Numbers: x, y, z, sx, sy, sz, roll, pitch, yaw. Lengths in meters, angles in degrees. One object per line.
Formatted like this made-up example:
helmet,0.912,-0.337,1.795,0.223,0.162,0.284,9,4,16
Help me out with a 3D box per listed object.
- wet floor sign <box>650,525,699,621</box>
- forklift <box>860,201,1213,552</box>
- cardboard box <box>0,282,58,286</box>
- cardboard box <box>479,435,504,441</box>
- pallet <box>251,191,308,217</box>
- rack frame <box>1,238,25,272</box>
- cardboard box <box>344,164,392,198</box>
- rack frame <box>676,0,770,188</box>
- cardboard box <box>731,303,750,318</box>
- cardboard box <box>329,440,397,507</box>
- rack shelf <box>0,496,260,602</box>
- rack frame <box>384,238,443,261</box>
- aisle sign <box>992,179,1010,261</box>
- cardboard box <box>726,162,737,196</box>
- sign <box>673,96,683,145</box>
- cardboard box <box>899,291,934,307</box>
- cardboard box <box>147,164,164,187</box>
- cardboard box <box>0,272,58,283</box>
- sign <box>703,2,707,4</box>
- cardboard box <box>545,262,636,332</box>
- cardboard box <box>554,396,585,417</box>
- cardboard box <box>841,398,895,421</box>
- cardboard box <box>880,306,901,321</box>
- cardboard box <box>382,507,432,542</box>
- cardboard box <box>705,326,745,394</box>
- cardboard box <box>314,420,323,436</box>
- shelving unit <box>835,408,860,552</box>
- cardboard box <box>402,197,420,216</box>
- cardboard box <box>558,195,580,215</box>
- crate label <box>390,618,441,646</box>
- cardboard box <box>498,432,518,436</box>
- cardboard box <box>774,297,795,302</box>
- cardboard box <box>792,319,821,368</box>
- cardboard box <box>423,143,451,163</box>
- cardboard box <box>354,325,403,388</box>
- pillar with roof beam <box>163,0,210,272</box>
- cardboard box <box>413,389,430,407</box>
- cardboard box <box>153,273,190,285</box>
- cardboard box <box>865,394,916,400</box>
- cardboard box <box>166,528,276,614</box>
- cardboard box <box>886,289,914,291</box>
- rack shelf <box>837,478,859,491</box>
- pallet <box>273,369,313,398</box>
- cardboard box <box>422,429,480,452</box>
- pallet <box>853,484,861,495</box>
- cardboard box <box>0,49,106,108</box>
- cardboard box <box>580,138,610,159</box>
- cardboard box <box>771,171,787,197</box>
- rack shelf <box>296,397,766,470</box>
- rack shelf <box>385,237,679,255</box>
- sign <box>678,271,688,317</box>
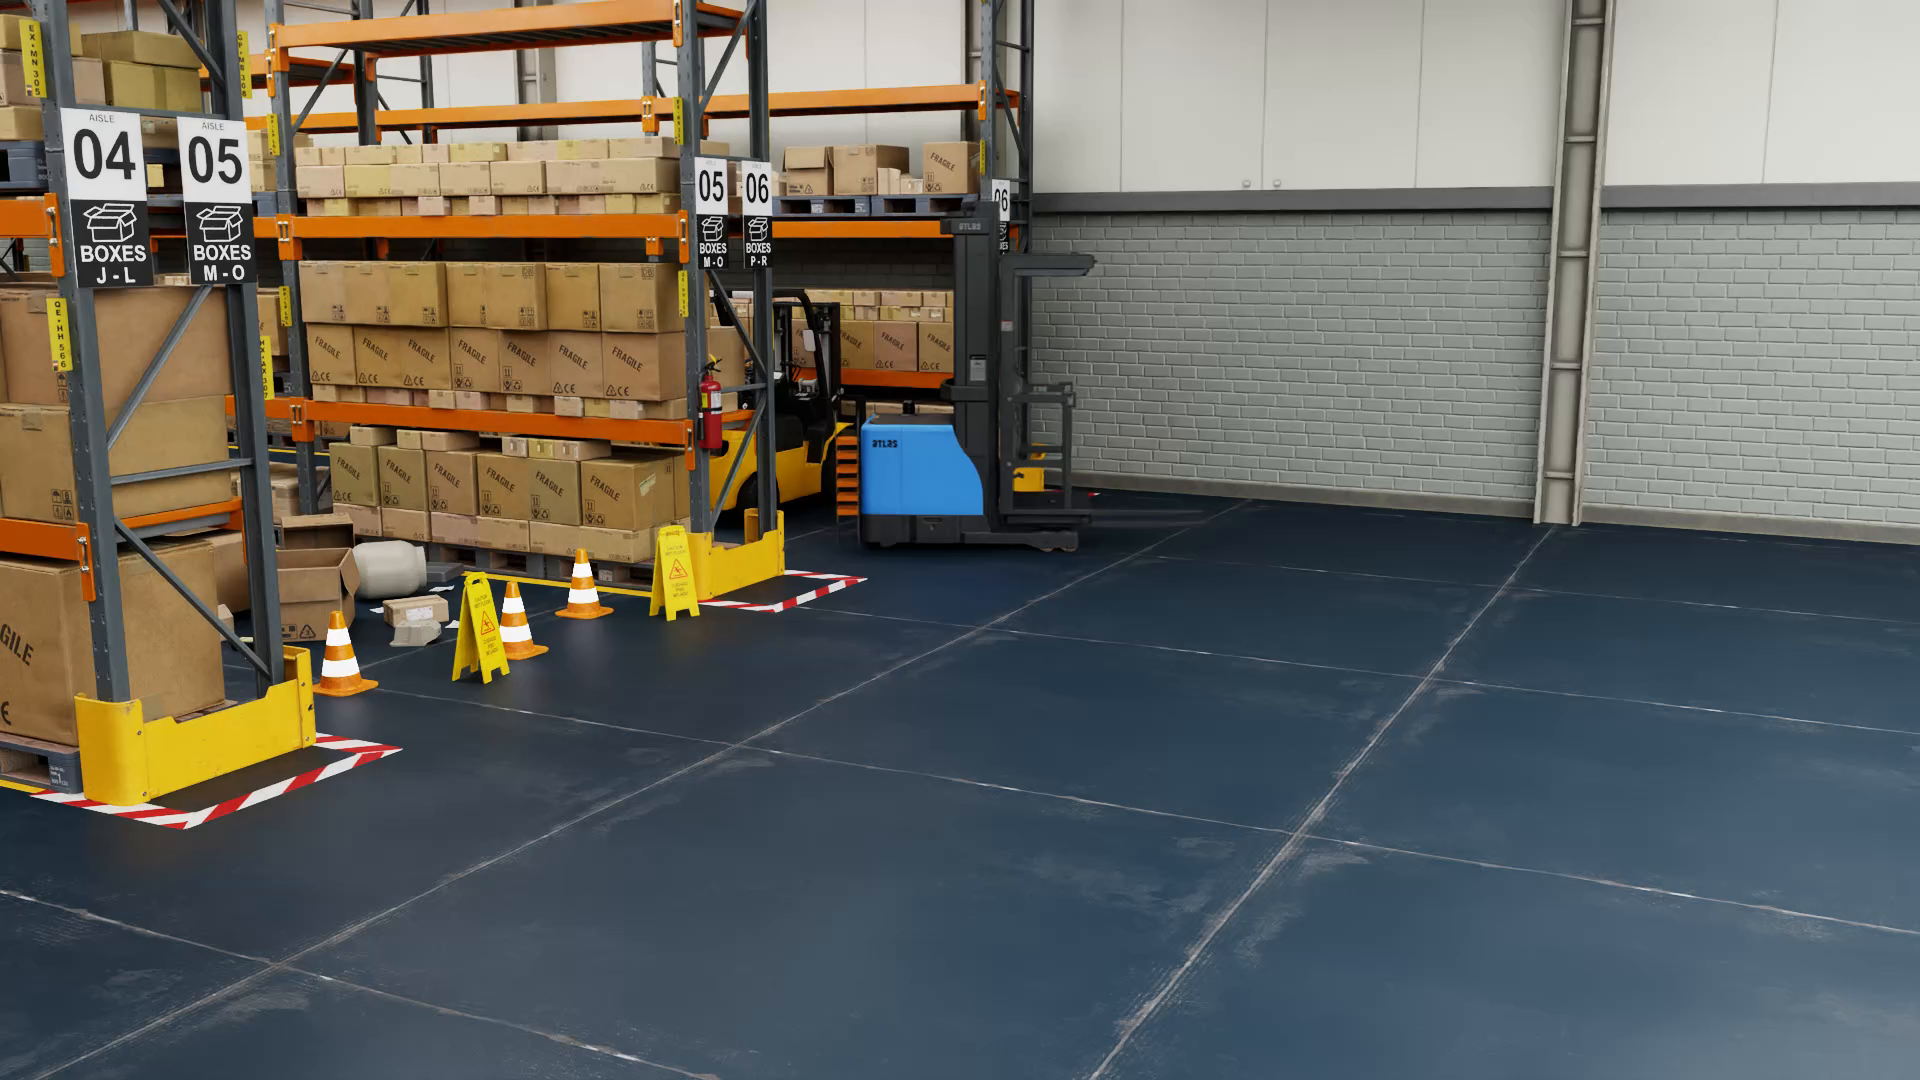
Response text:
wet floor sign,-2.022,0.217,11.717,0.267,0.644,0.232,-10,14,-43
forklift,0.668,-1.437,14.439,3.031,2.935,1.130,0,10,2
cardboard box,-5.111,-1.063,8.730,0.550,0.550,0.875,5,11,26
cardboard box,-4.200,-0.621,14.176,0.500,0.500,0.500,5,12,27
pallet,-5.813,-2.891,14.388,1.003,0.211,1.213,5,11,26
rack frame,-13.875,-3.181,23.882,0.127,3.000,1.000,5,11,26
cardboard box,-4.566,-2.873,13.346,0.500,0.250,0.500,5,11,25
rack frame,-1.719,-4.079,12.000,0.127,3.000,1.000,5,11,26
cardboard box,-2.277,-2.469,17.847,0.250,0.149,0.380,5,12,27
cardboard box,-4.897,-0.575,13.921,0.500,0.500,0.500,6,12,29
rack shelf,-5.613,-0.132,9.057,4.000,0.370,1.077,5,11,26
rack frame,-6.701,-2.550,20.399,0.127,3.000,1.000,5,11,26
aisle sign,0.402,-3.147,16.396,0.004,0.787,0.394,5,11,26
cardboard box,-2.052,-2.758,12.708,0.500,0.250,0.500,5,11,25
sign,-1.983,-2.952,11.707,0.005,0.325,0.100,5,11,26
cardboard box,-0.423,-2.460,16.963,0.250,0.149,0.380,5,12,27
cardboard box,-6.803,-3.155,14.558,0.500,0.250,0.500,5,11,27
cardboard box,-9.228,-2.376,16.350,0.500,0.500,0.500,5,11,24
sign,-2.846,-5.811,18.505,0.005,0.325,0.100,5,11,26
cardboard box,-2.725,-1.861,12.666,0.500,0.500,0.700,5,11,26
cardboard box,-2.890,-1.040,12.759,0.250,0.149,0.380,5,12,27
cardboard box,-0.995,-1.329,17.387,0.500,0.250,0.500,5,11,27
cardboard box,-0.627,-2.338,17.123,0.250,0.149,0.380,5,11,25
cardboard box,-4.413,-0.166,13.765,0.500,0.250,0.500,6,12,29
cardboard box,-2.021,-1.404,12.949,0.500,0.500,0.500,5,11,25
cardboard box,-8.090,-1.608,21.031,0.500,0.500,0.500,6,12,28
shelving unit,-0.959,-0.513,14.197,0.189,1.200,0.258,0,10,-2
cardboard box,-4.213,-2.650,13.235,0.250,0.149,0.380,5,11,24
cardboard box,-2.822,-2.534,12.592,0.250,0.149,0.380,5,11,26
crate label,-3.595,0.606,10.998,0.298,0.136,0.250,-1,10,-4
cardboard box,-4.954,-1.434,19.719,0.625,0.625,0.875,5,11,23
cardboard box,-1.769,-2.589,17.673,0.250,0.149,0.380,5,11,26
cardboard box,-1.461,-2.087,17.555,0.500,0.500,0.500,5,11,26
cardboard box,-3.976,-3.016,13.016,0.250,0.149,0.380,5,11,25
cardboard box,-4.575,-1.523,13.605,0.500,0.500,0.500,5,11,26
pillar with roof beam,-12.418,-5.329,18.906,0.400,9.000,9.100,5,11,26
cardboard box,-4.205,-1.174,13.498,0.250,0.149,0.380,5,11,26
cardboard box,-7.302,-2.395,15.423,0.250,0.149,0.380,4,11,23
cardboard box,-0.767,-1.414,17.852,0.500,0.250,0.500,5,11,25
cardboard box,-5.257,0.228,11.675,0.503,0.637,0.797,5,11,26
cardboard box,-0.659,-2.578,17.617,0.250,0.149,0.380,5,12,28
rack shelf,-0.959,-0.470,14.205,0.180,0.103,0.258,0,10,-2
pallet,-5.928,-1.431,14.754,1.213,0.211,1.003,5,11,26
cardboard box,-4.107,-0.814,13.419,0.250,0.149,0.380,6,12,29
pallet,-1.321,-0.698,17.992,1.213,0.211,1.003,5,11,26
cardboard box,-4.382,-2.127,7.762,0.500,0.250,0.500,5,11,27
cardboard box,-2.605,-2.895,12.346,0.250,0.149,0.380,5,11,25
cardboard box,-1.917,-3.735,17.442,0.258,0.266,0.396,5,11,24
rack shelf,-3.513,-0.930,13.469,4.000,0.370,1.077,5,11,26
rack shelf,-4.907,-3.515,19.325,4.000,0.370,1.077,5,11,26
sign,-1.983,-1.765,11.922,0.005,0.325,0.100,5,11,26
